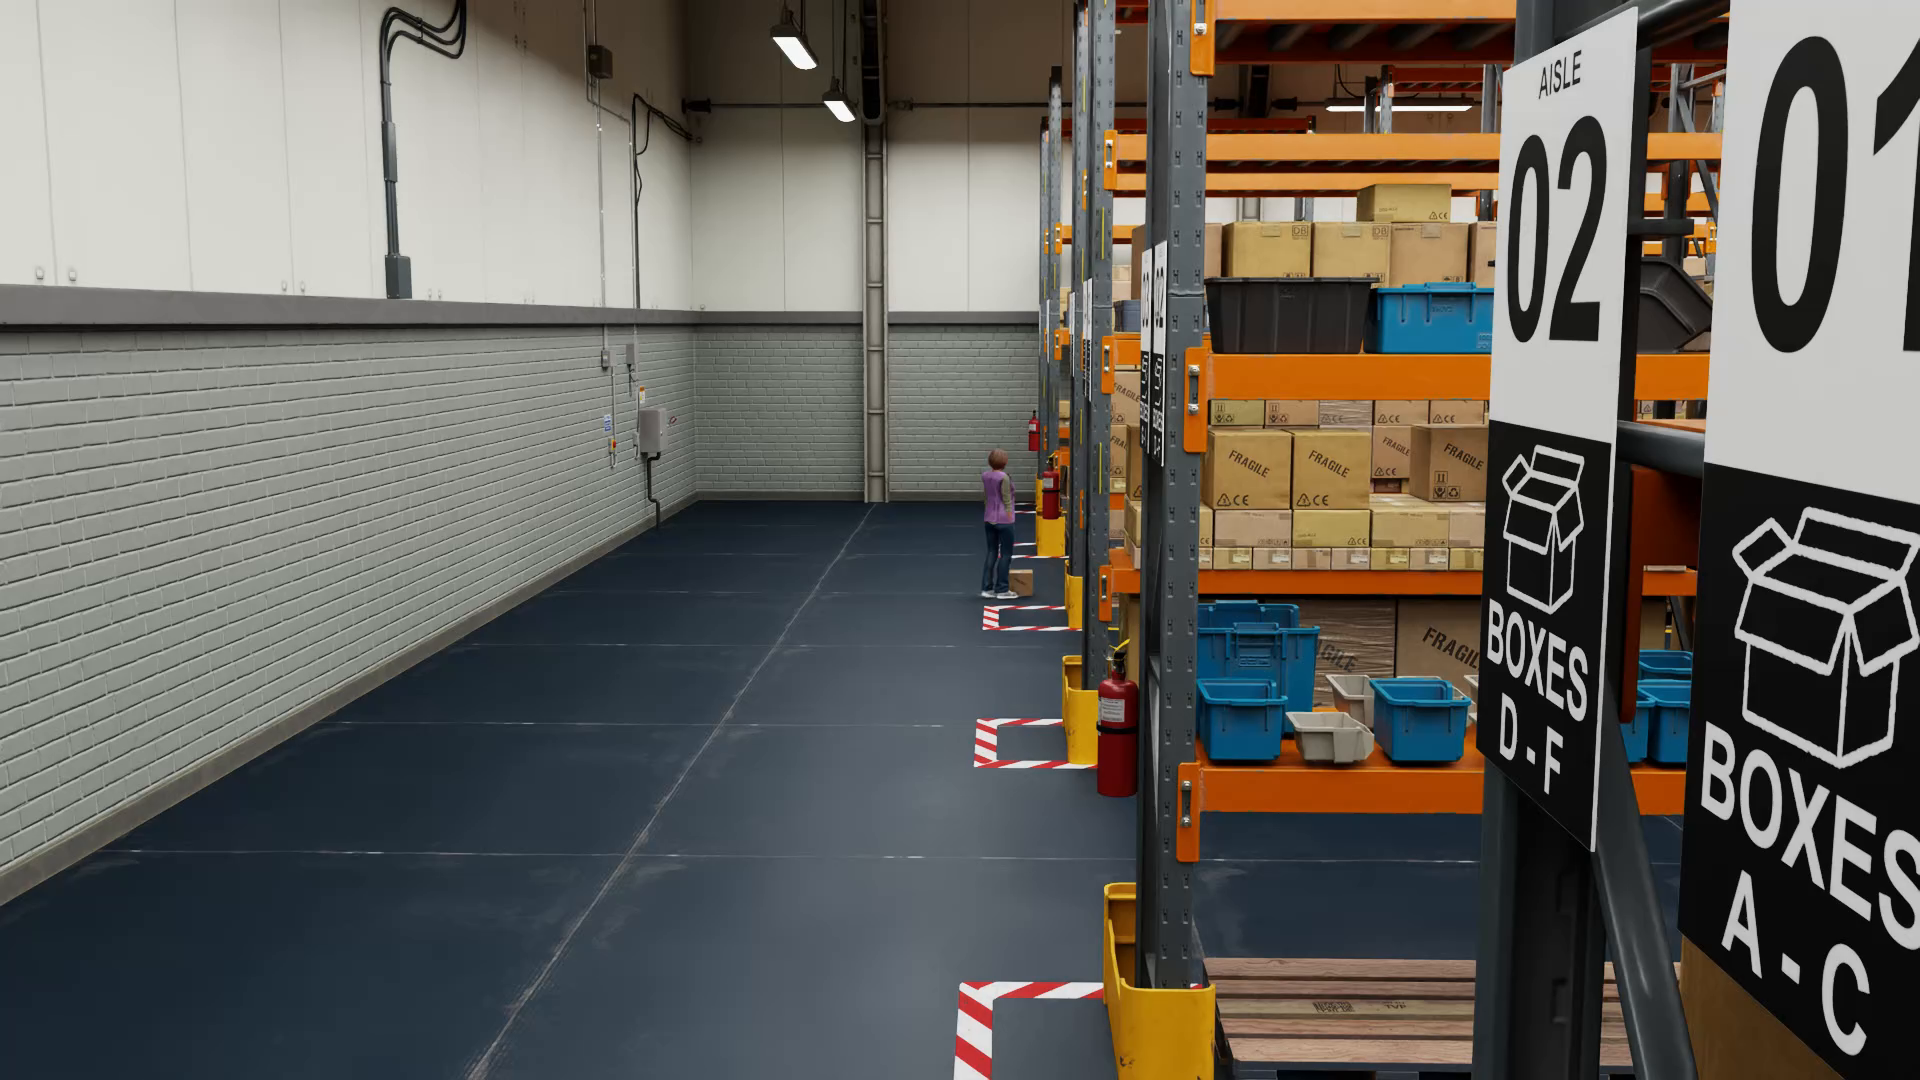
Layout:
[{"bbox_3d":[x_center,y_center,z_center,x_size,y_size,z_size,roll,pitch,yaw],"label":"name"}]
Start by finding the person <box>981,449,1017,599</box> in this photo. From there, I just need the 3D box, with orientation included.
[{"bbox_3d":[0.404,-0.165,17.664,0.313,1.610,0.407,-6,10,-41],"label":"person"}]
